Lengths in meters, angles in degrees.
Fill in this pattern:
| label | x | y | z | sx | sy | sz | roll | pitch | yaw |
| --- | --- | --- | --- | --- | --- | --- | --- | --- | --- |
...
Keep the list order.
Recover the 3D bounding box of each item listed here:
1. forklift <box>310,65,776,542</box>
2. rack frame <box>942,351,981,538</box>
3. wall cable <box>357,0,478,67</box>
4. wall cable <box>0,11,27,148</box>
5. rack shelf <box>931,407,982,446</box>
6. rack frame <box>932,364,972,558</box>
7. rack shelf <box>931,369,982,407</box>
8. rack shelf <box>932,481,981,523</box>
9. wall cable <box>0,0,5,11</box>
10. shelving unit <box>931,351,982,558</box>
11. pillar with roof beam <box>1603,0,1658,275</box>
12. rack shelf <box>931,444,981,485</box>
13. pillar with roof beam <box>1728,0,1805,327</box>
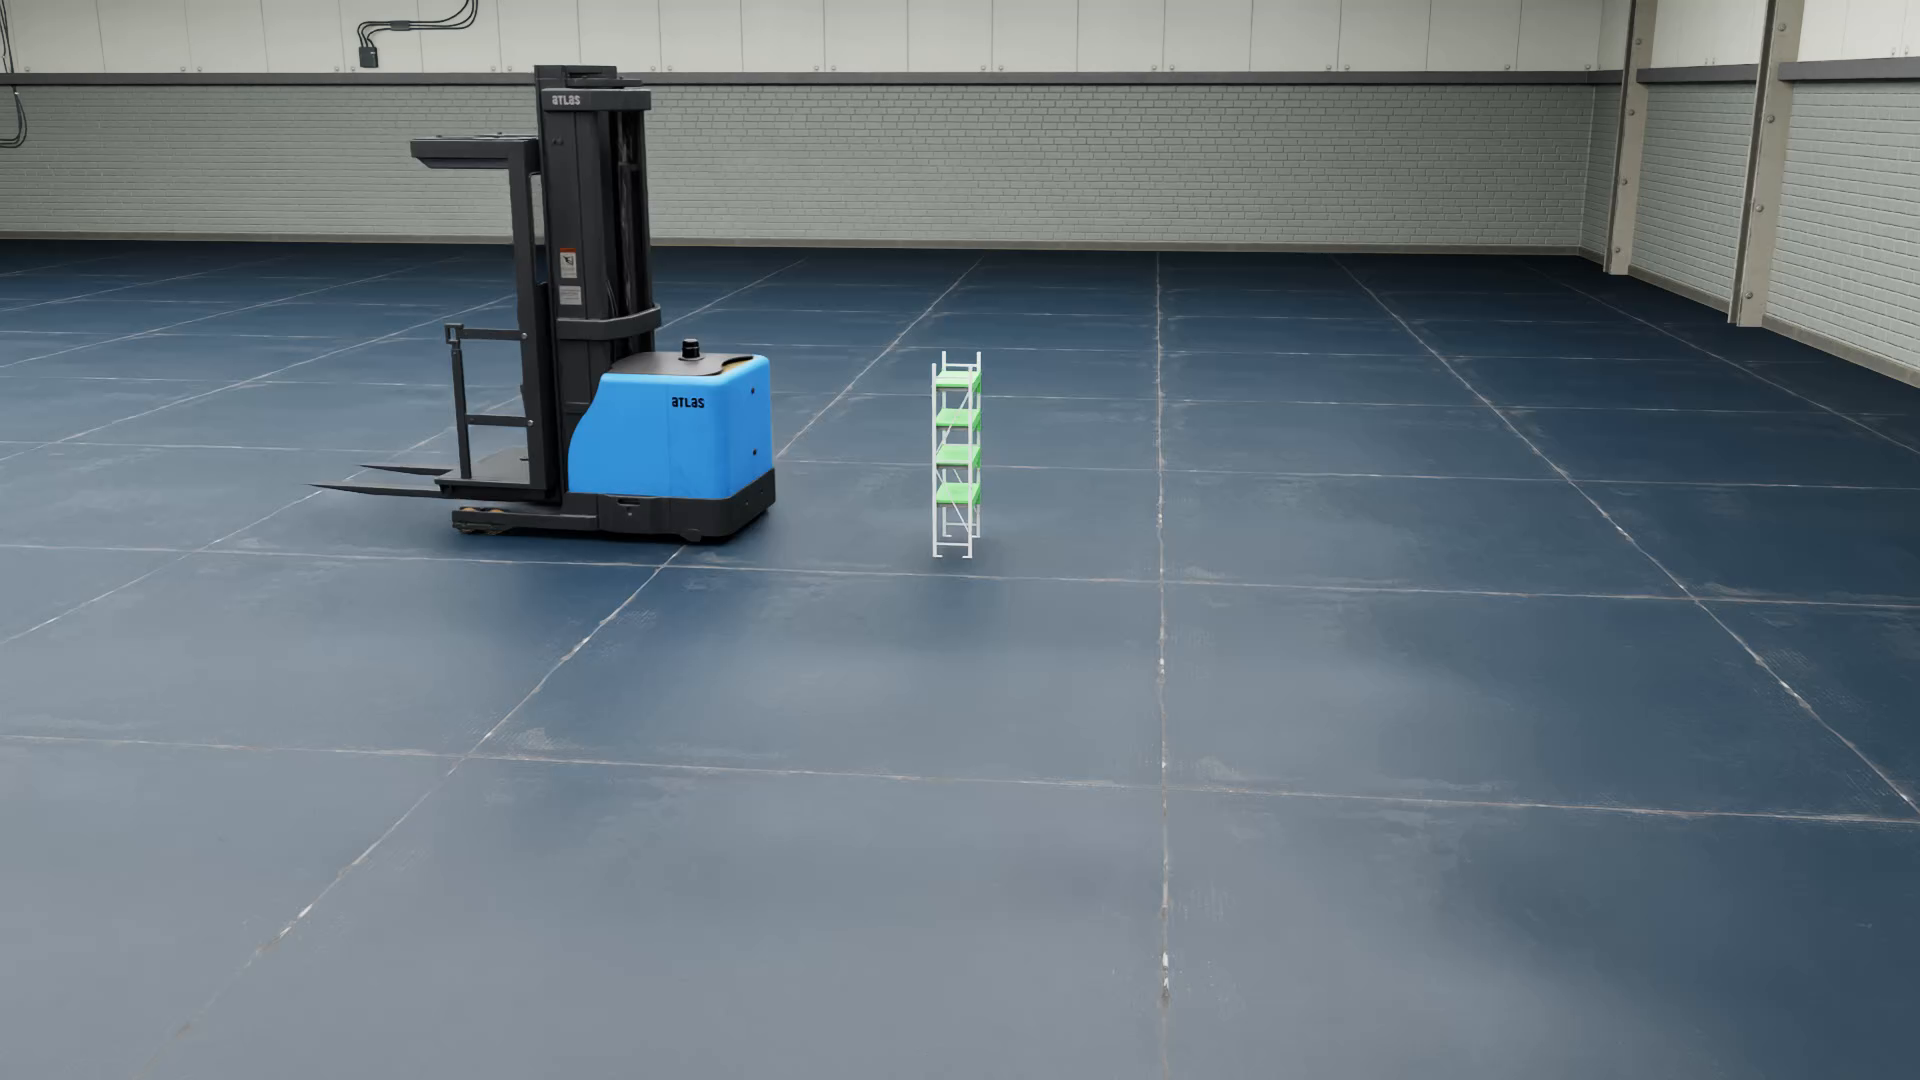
| label | x | y | z | sx | sy | sz | roll | pitch | yaw |
| --- | --- | --- | --- | --- | --- | --- | --- | --- | --- |
| forklift | -2.830 | -1.577 | 10.880 | 3.031 | 2.935 | 1.130 | 3 | 15 | 12 |
| rack frame | 0.009 | -0.600 | 10.581 | 0.240 | 1.200 | 0.015 | 2 | 15 | 6 |
| wall cable | -9.871 | -11.564 | 29.672 | 2.305 | 6.003 | 0.169 | 2 | 15 | 6 |
| wall cable | -19.302 | -8.707 | 31.571 | 3.097 | 2.526 | 0.112 | 2 | 15 | 6 |
| rack shelf | -0.019 | -0.706 | 10.301 | 0.258 | 0.148 | 0.480 | 2 | 15 | 6 |
| rack frame | -0.046 | -0.473 | 10.113 | 0.240 | 1.200 | 0.015 | 2 | 15 | 6 |
| rack shelf | -0.019 | -0.938 | 10.238 | 0.258 | 0.148 | 0.480 | 2 | 15 | 6 |
| rack shelf | -0.019 | -0.243 | 10.426 | 0.258 | 0.148 | 0.480 | 2 | 15 | 6 |
| wall cable | -16.614 | -11.065 | 30.617 | 3.097 | 2.526 | 0.112 | 2 | 15 | 6 |
| shelving unit | -0.019 | -0.536 | 10.347 | 0.258 | 1.200 | 0.503 | 2 | 15 | 6 |
| pillar with roof beam | 6.073 | -8.680 | 25.521 | 9.100 | 9.000 | 0.400 | 2 | 15 | 6 |
| rack shelf | -0.019 | -0.475 | 10.363 | 0.258 | 0.148 | 0.480 | 2 | 15 | 6 |
| pillar with roof beam | 5.396 | -7.123 | 19.766 | 9.100 | 9.000 | 0.400 | 2 | 15 | 6 |
